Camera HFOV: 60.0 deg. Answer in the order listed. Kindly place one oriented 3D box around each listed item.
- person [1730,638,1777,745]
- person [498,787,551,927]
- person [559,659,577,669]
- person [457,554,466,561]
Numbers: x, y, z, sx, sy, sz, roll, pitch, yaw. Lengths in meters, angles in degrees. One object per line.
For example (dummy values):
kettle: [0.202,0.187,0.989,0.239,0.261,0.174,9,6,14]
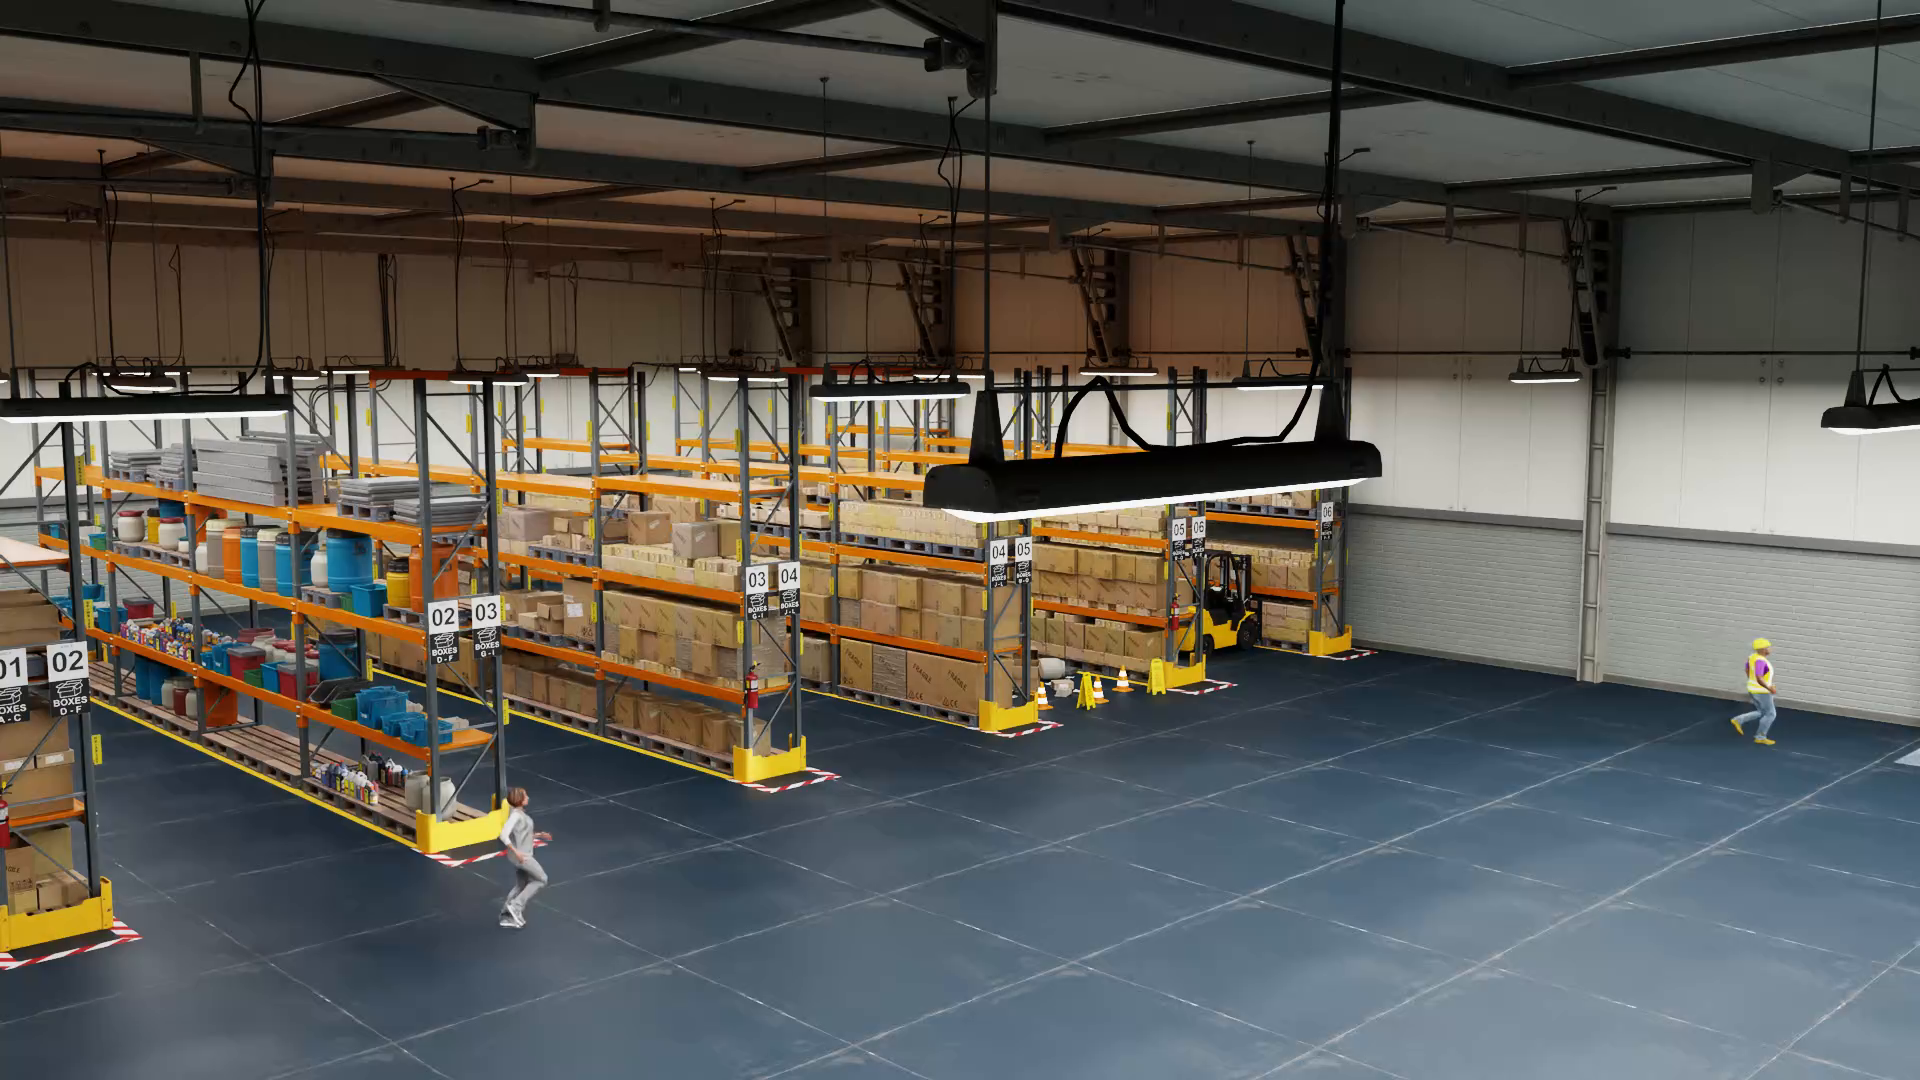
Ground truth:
person: [12.864,2.438,26.889,0.665,1.722,0.722,1,7,10]
person: [-4.793,3.487,18.293,0.591,1.564,0.522,-2,7,-19]
person: [-7.648,1.861,32.417,0.802,1.635,0.575,6,9,42]
person: [-11.569,1.154,38.390,0.735,1.697,0.565,-1,7,-9]
